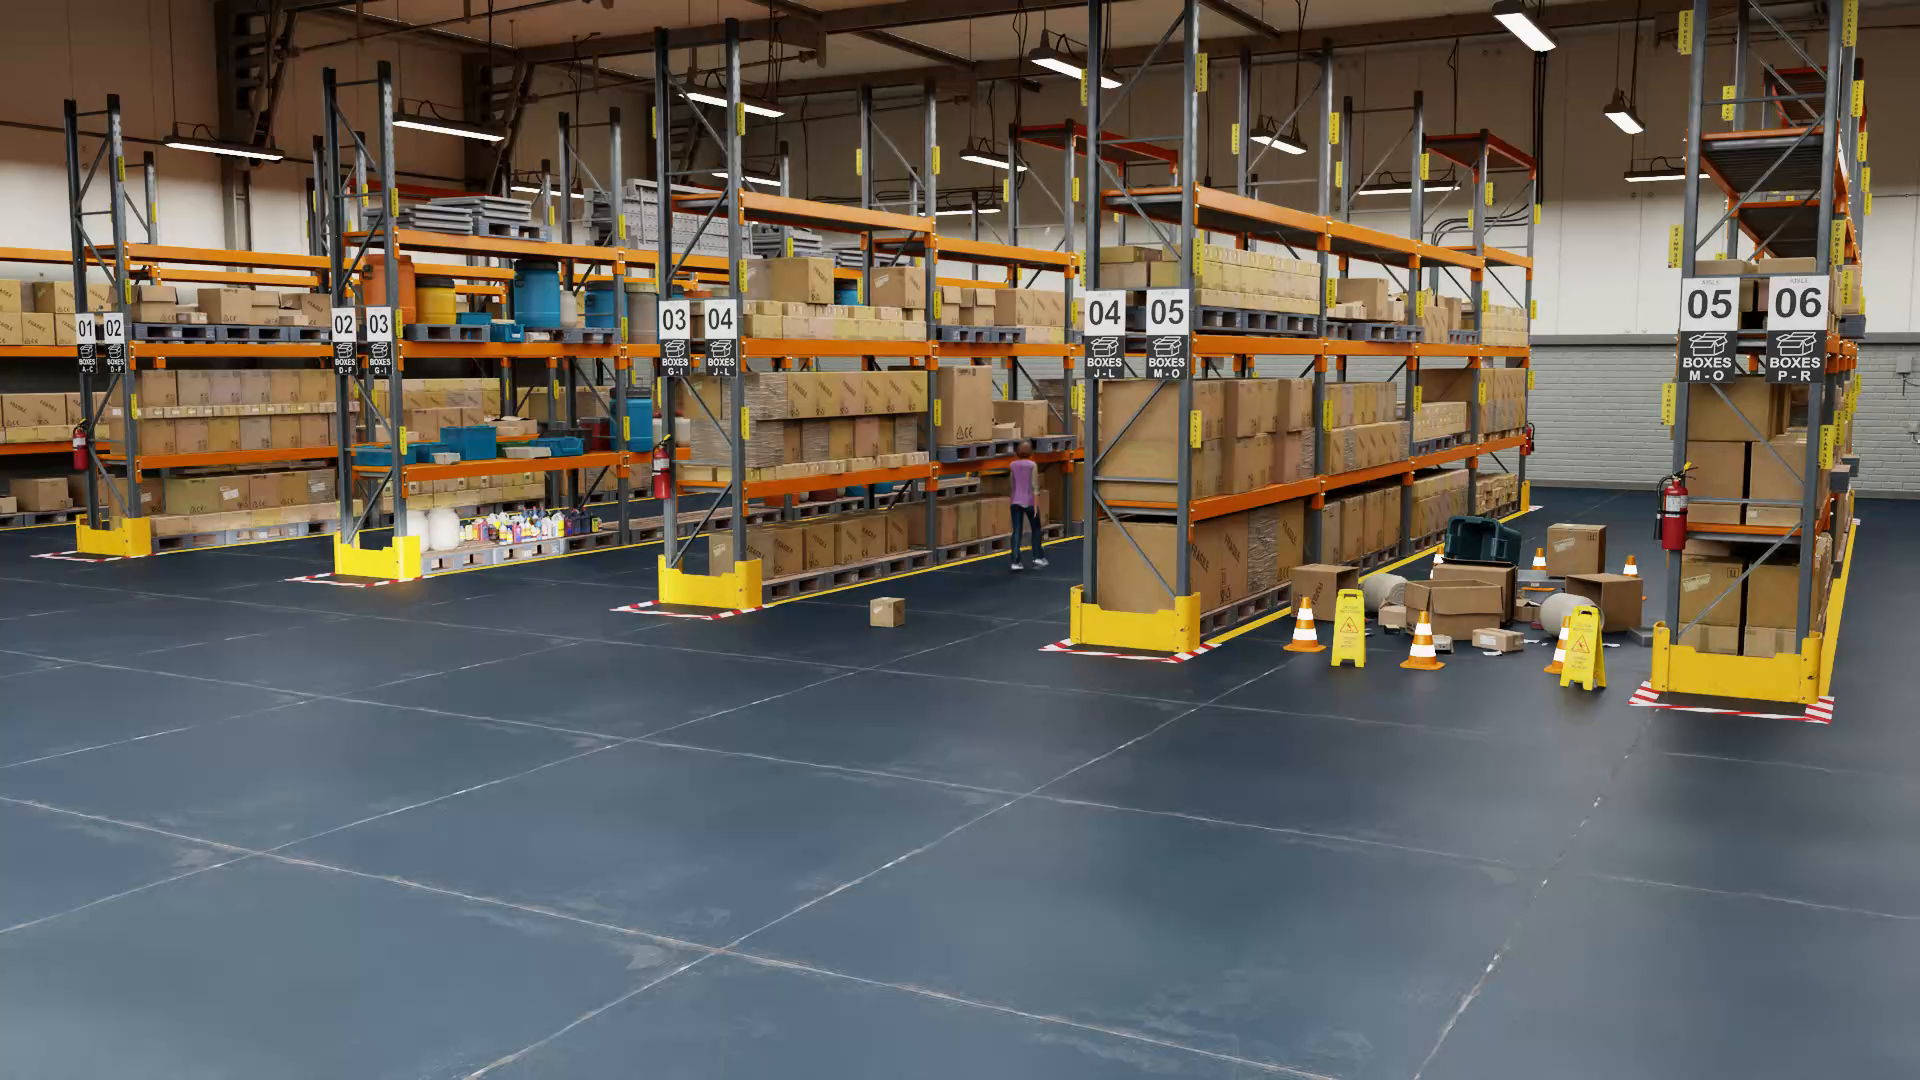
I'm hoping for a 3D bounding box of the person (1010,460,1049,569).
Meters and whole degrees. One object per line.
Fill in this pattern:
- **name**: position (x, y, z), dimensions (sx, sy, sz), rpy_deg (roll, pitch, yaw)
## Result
- **person**: position (0.824, -0.329, 20.547), dimensions (0.351, 1.343, 0.807), rpy_deg (2, 7, 21)
